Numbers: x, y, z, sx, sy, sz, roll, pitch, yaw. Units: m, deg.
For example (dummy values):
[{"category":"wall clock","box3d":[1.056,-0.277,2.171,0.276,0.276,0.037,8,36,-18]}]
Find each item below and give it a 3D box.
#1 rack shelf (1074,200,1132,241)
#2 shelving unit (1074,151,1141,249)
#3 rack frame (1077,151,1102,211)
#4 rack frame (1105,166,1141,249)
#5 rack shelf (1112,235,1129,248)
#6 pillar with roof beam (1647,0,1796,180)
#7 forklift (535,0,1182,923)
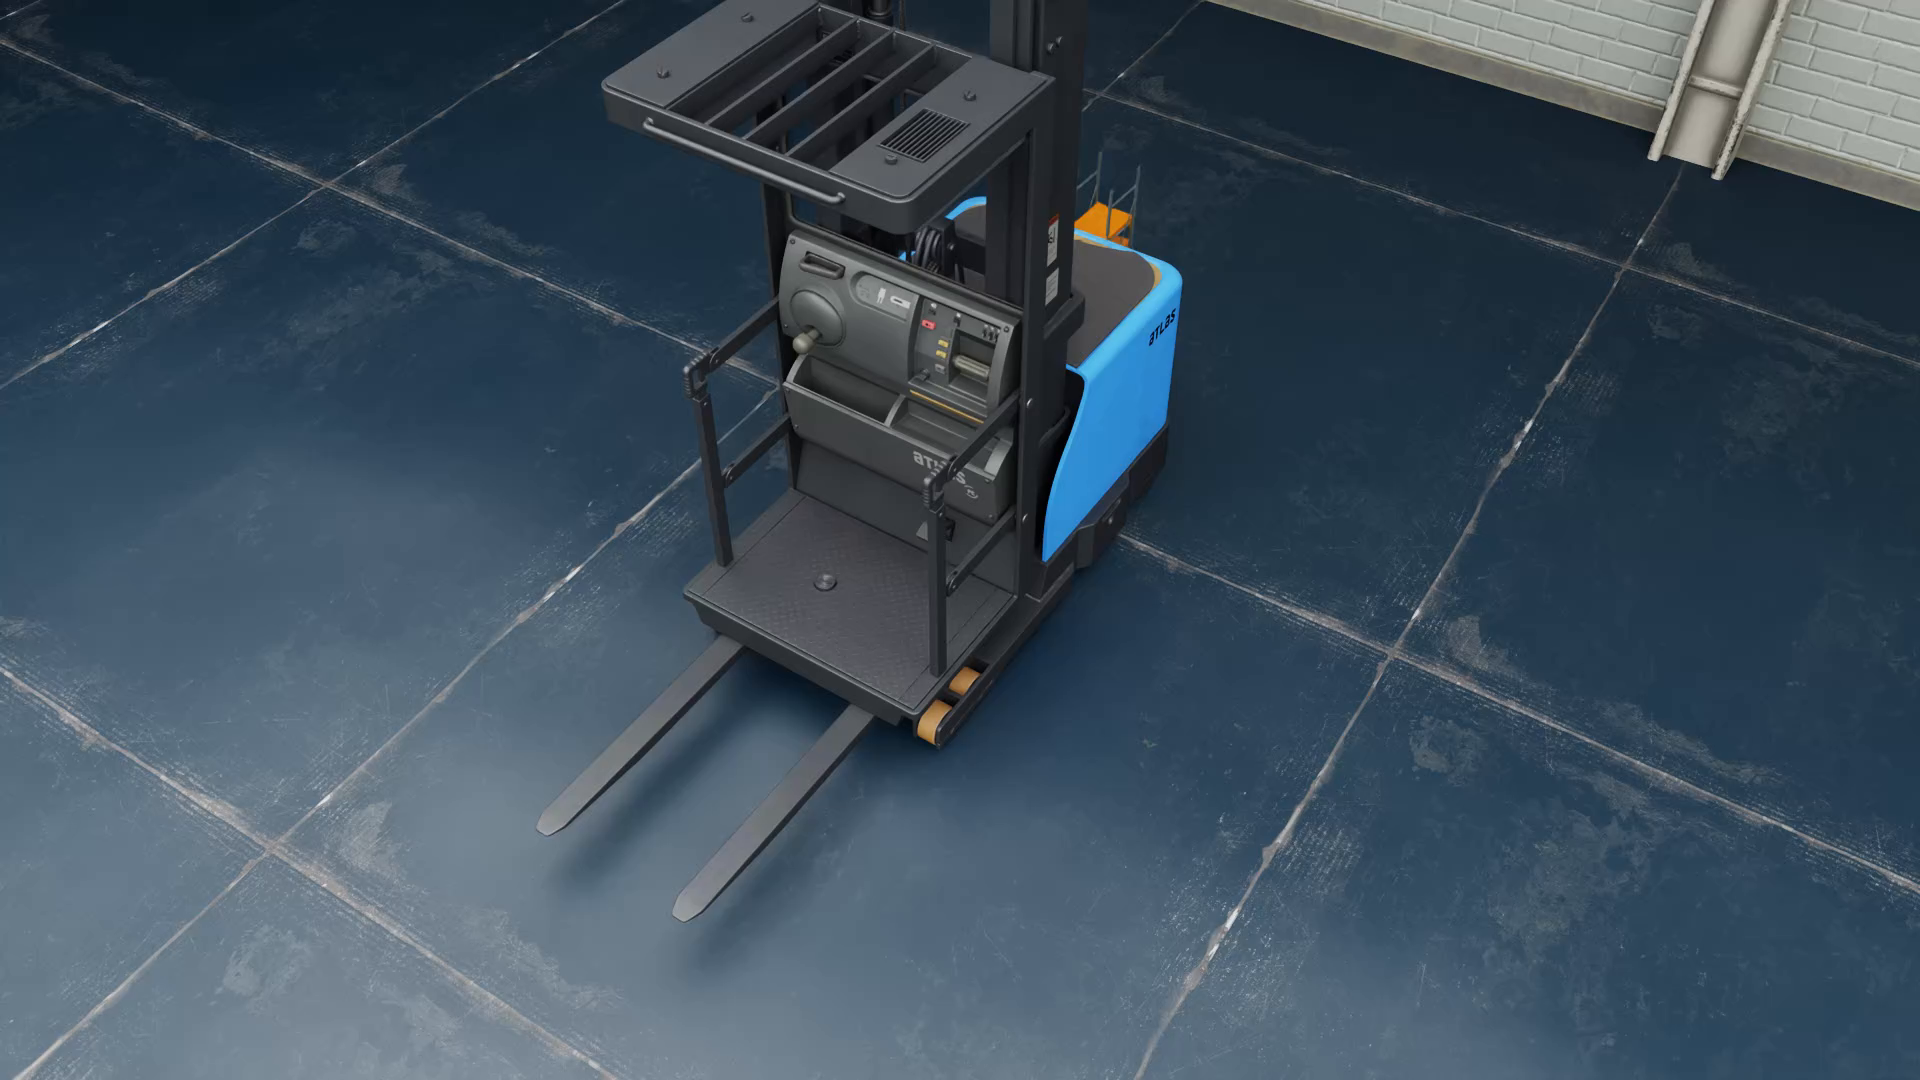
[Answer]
[{"category":"rack shelf","box3d":[0.586,-1.292,6.943,0.180,0.103,0.258,26,49,23]},{"category":"shelving unit","box3d":[0.578,-1.064,7.162,0.189,1.200,0.258,26,49,23]},{"category":"rack frame","box3d":[0.502,-1.101,7.198,0.006,1.200,0.240,26,49,23]},{"category":"rack frame","box3d":[0.654,-1.027,7.126,0.006,1.200,0.240,26,49,23]},{"category":"rack shelf","box3d":[0.583,-1.205,7.026,0.180,0.103,0.258,26,49,23]},{"category":"pillar with roof beam","box3d":[1.632,-2.614,3.237,0.400,9.000,9.100,25,51,22]},{"category":"forklift","box3d":[-0.344,-0.650,5.559,1.130,2.935,3.031,25,51,23]}]
